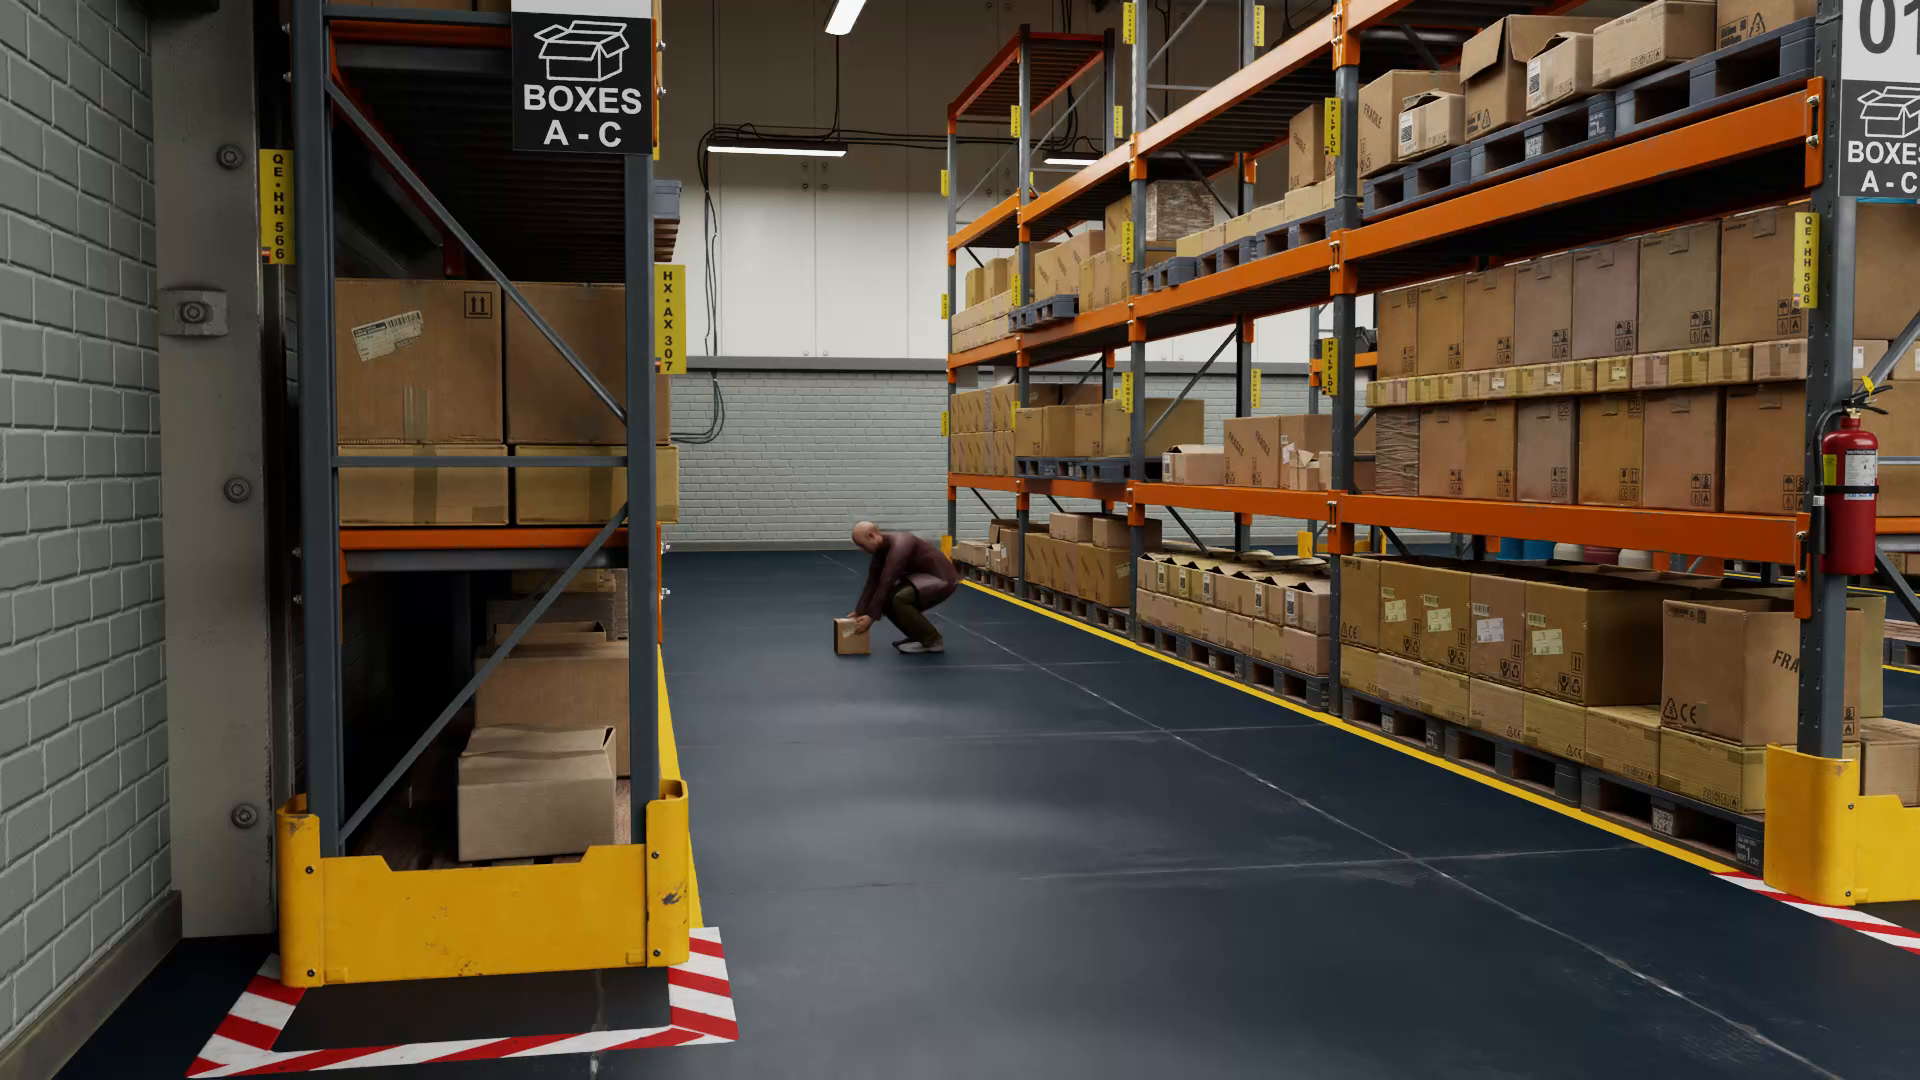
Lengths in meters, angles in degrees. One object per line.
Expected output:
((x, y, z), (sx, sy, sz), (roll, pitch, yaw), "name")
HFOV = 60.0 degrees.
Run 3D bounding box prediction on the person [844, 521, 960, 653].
((-0.441, 0.370, 12.960), (0.896, 1.004, 0.610), (-1, 3, -12), "person")
